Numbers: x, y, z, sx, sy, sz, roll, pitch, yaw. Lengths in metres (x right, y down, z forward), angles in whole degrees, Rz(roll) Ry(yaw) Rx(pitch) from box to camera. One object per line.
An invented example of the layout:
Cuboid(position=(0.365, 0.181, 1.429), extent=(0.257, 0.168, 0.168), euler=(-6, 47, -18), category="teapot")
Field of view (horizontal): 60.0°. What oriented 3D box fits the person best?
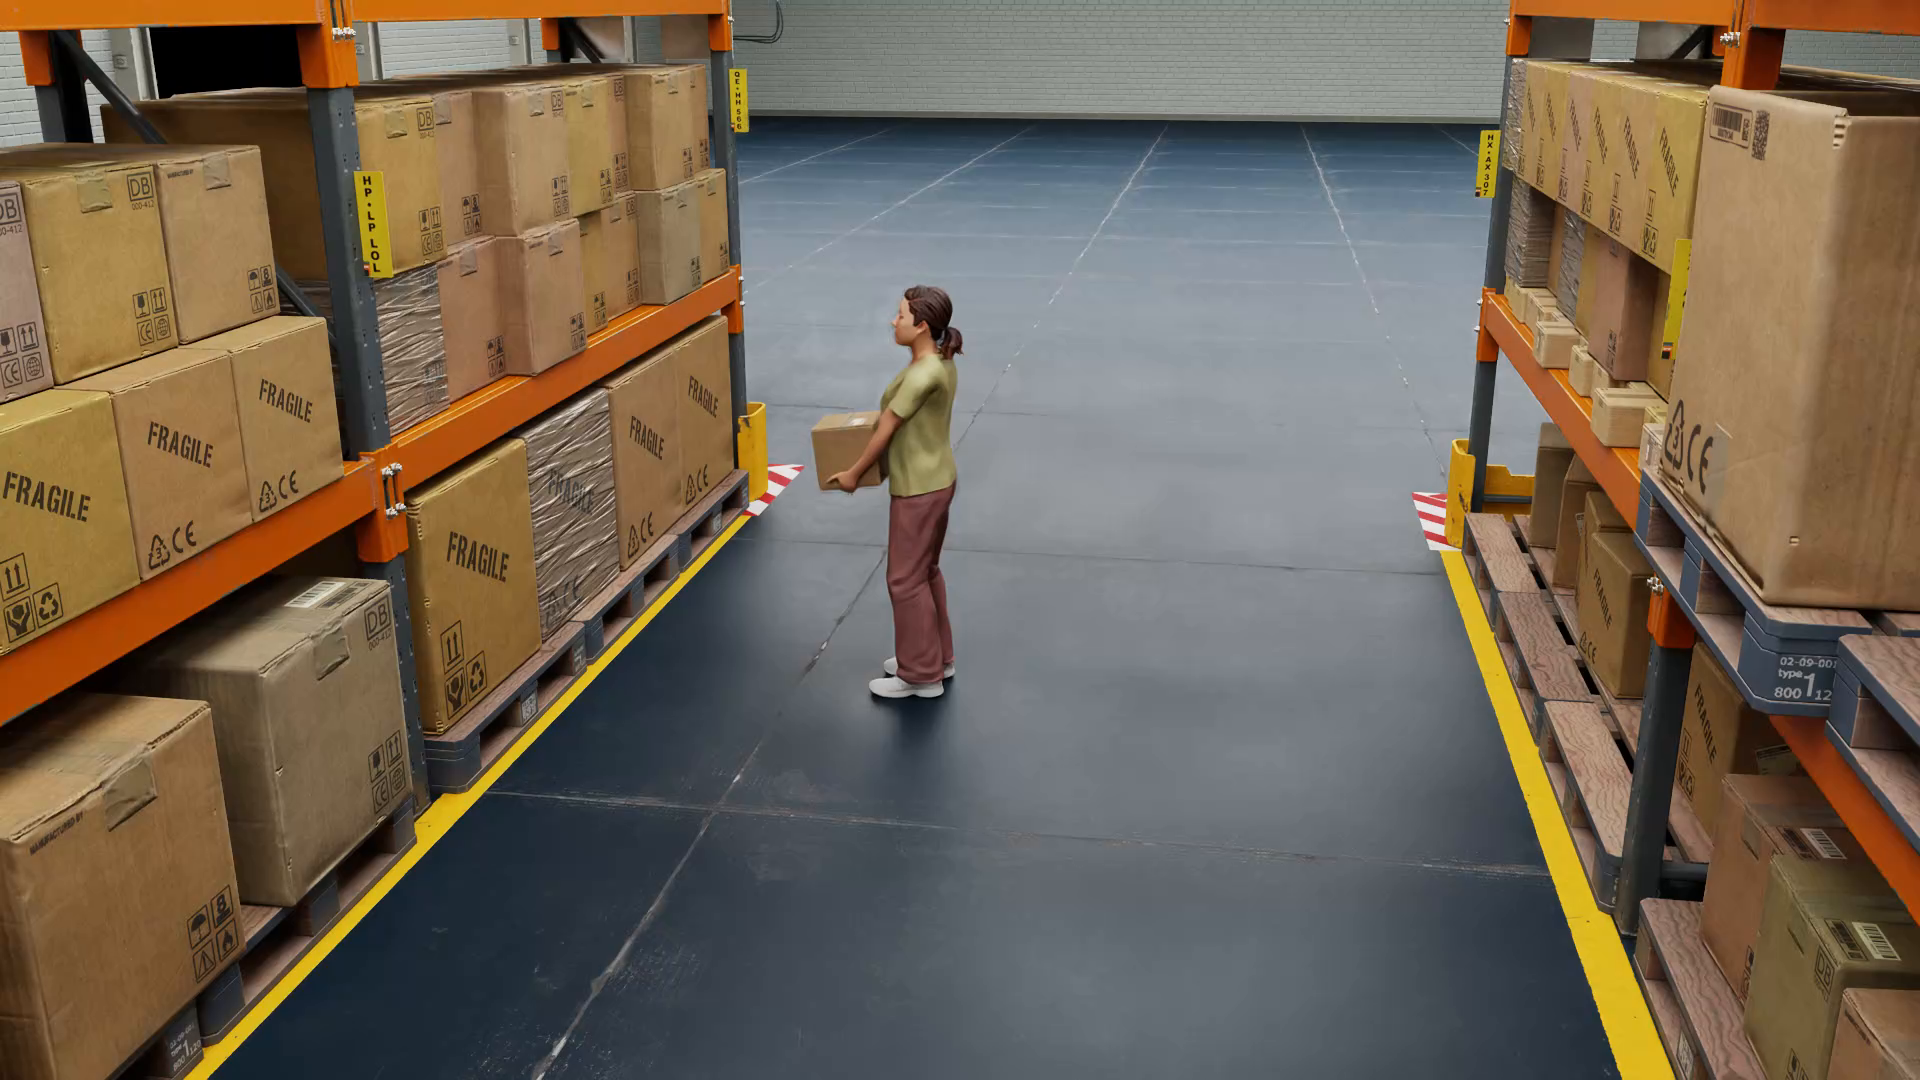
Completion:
Cuboid(position=(-0.242, -0.192, 6.667), extent=(0.538, 1.668, 0.404), euler=(3, 18, 8), category="person")
